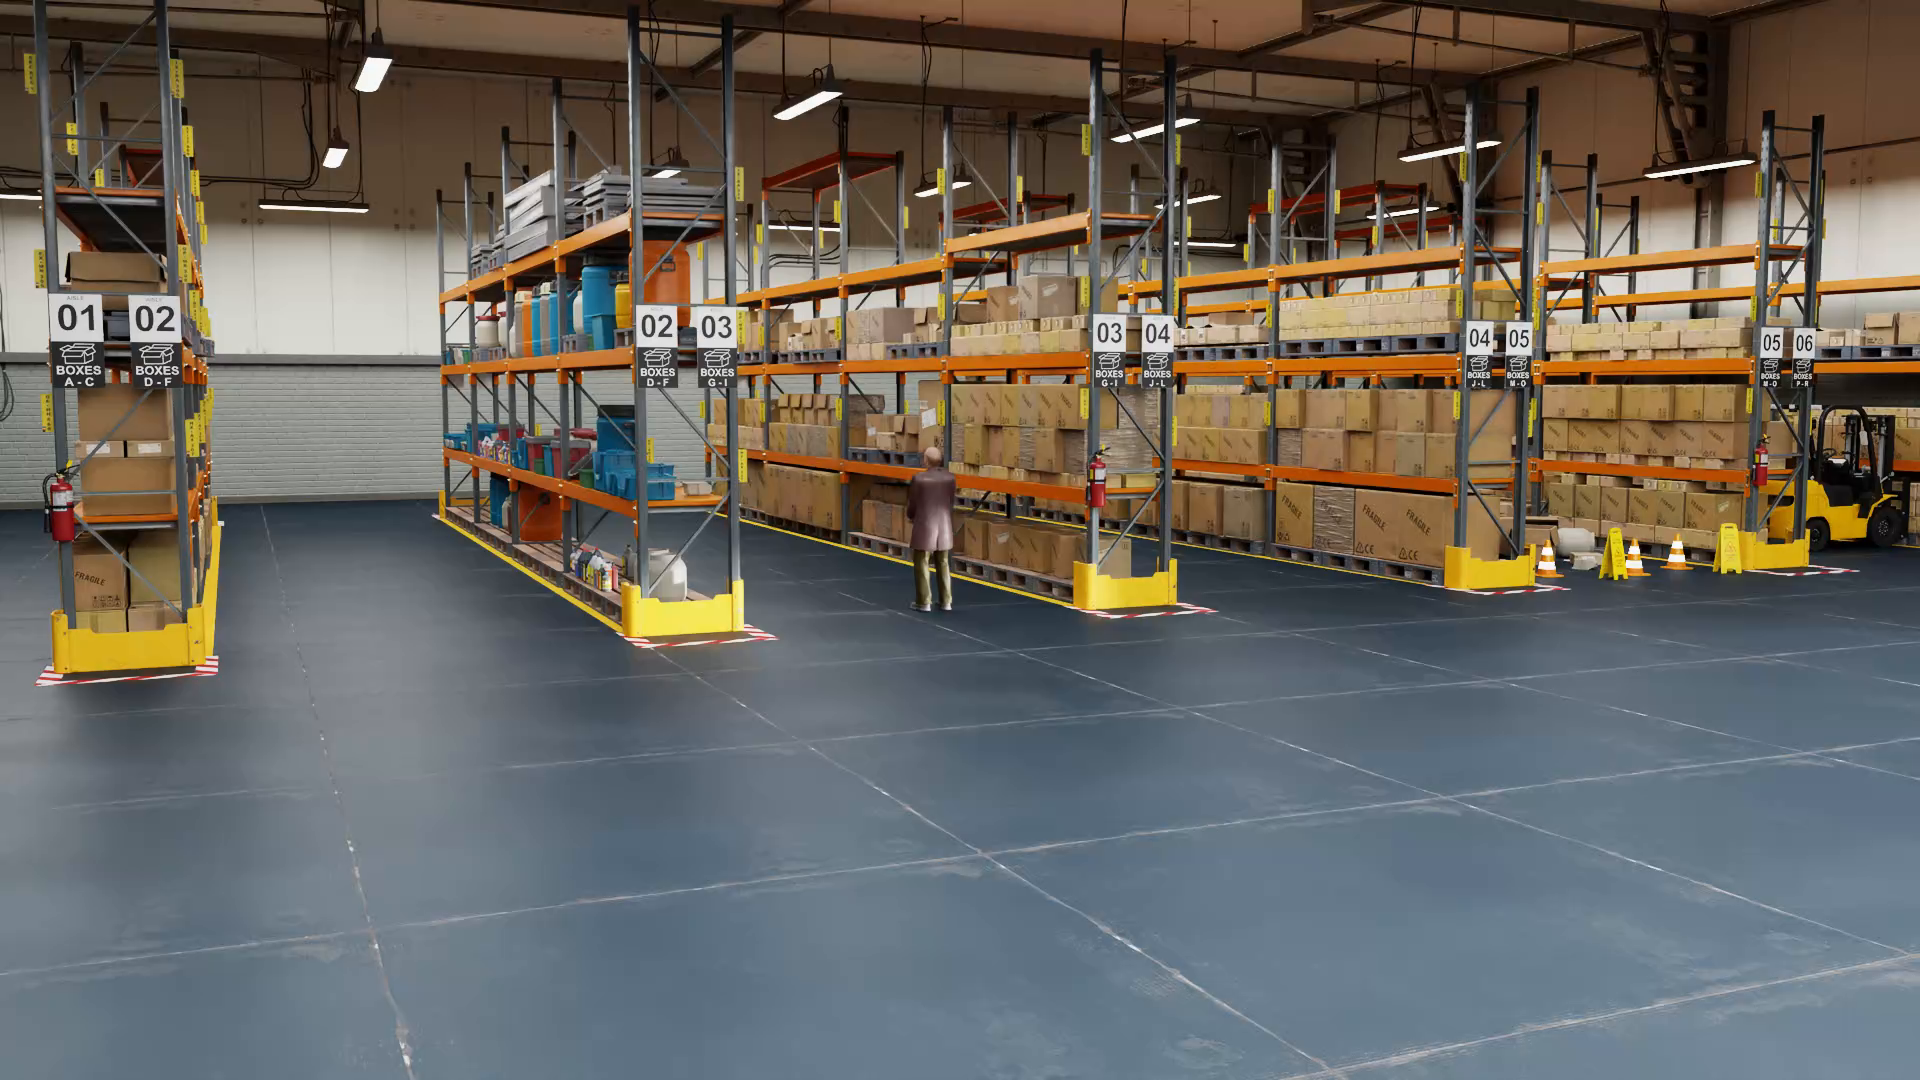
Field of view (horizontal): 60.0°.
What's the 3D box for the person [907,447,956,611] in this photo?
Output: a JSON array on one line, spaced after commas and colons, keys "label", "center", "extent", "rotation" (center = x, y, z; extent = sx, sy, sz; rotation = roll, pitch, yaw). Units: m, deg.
[{"label": "person", "center": [-0.345, -0.130, 18.097], "extent": [0.533, 1.774, 0.554], "rotation": [-2, 6, -24]}]
